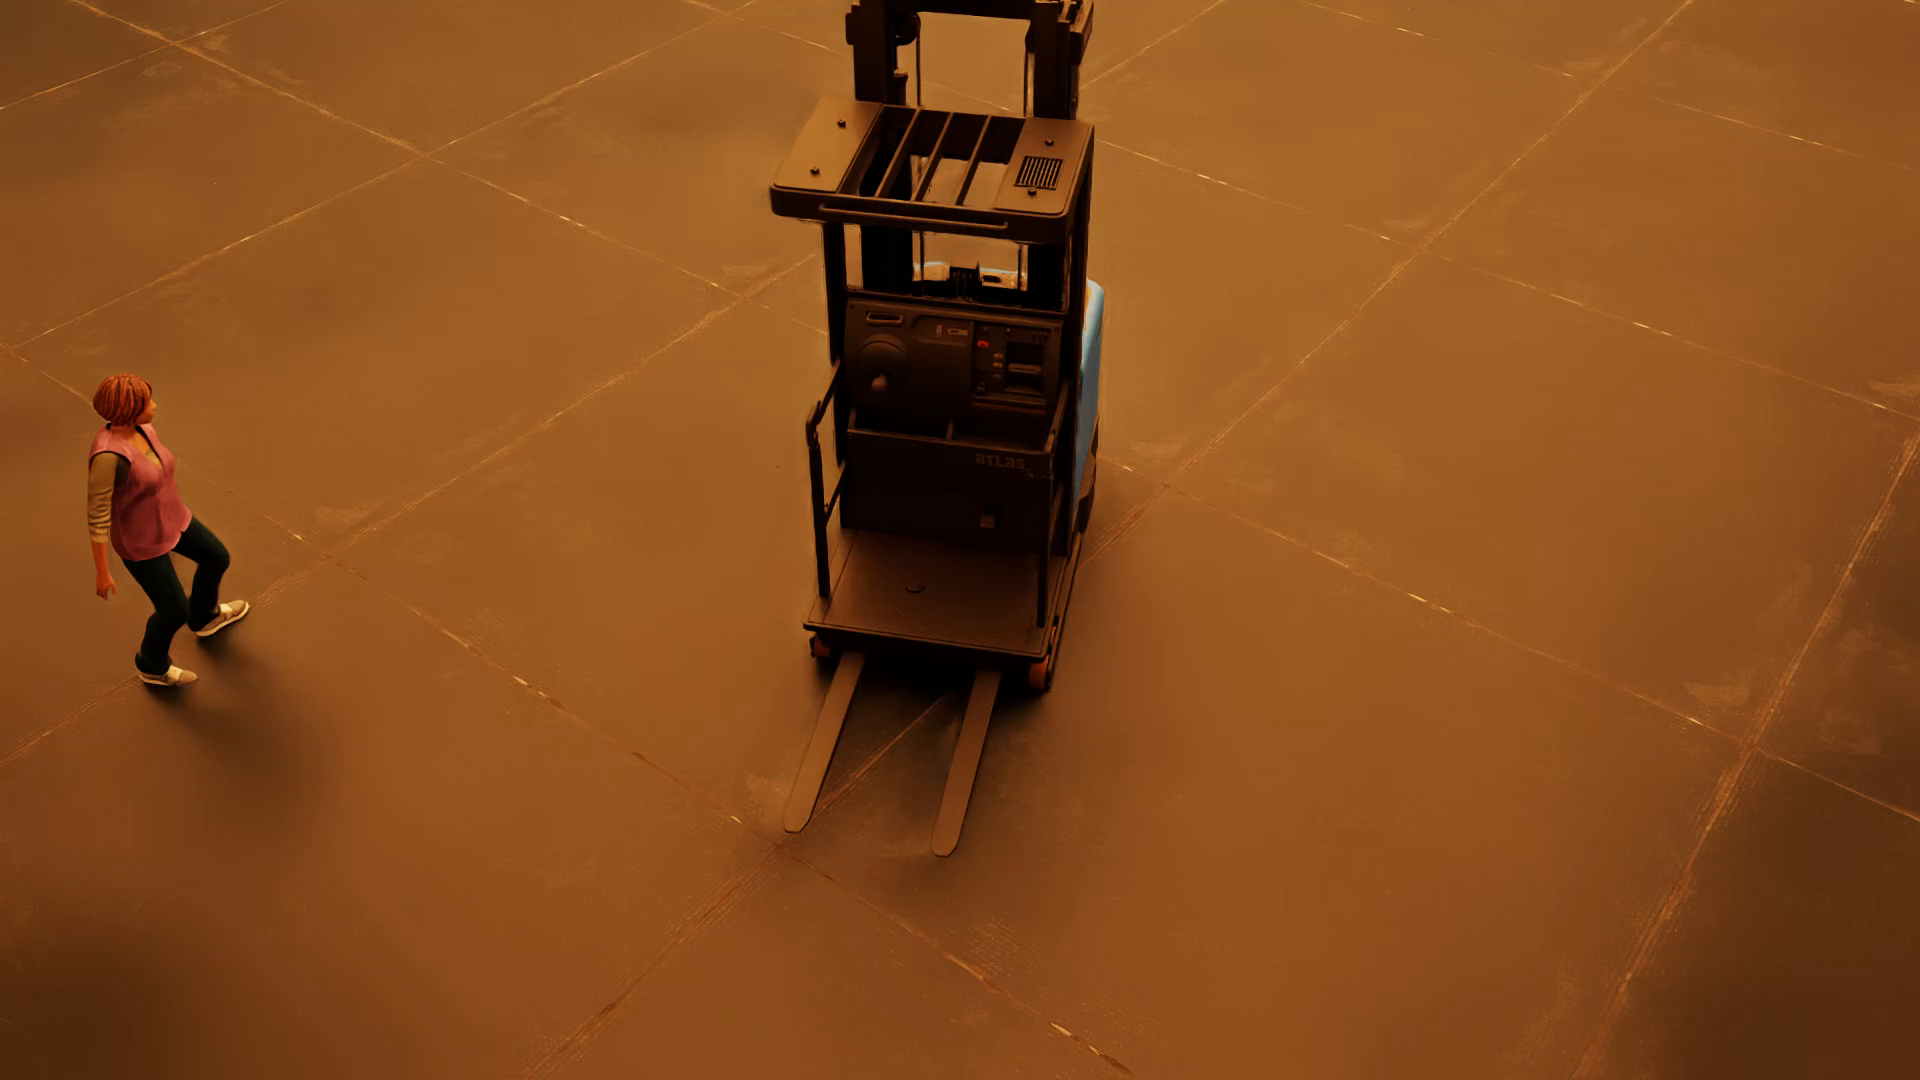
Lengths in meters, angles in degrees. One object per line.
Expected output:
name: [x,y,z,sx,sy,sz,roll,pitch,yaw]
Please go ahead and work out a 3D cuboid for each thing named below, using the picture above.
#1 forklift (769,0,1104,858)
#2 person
forklift: [-0.074,-0.705,6.901,1.130,2.935,3.031,7,41,9]
person: [-3.522,-0.017,7.194,0.414,1.564,0.744,3,41,3]
